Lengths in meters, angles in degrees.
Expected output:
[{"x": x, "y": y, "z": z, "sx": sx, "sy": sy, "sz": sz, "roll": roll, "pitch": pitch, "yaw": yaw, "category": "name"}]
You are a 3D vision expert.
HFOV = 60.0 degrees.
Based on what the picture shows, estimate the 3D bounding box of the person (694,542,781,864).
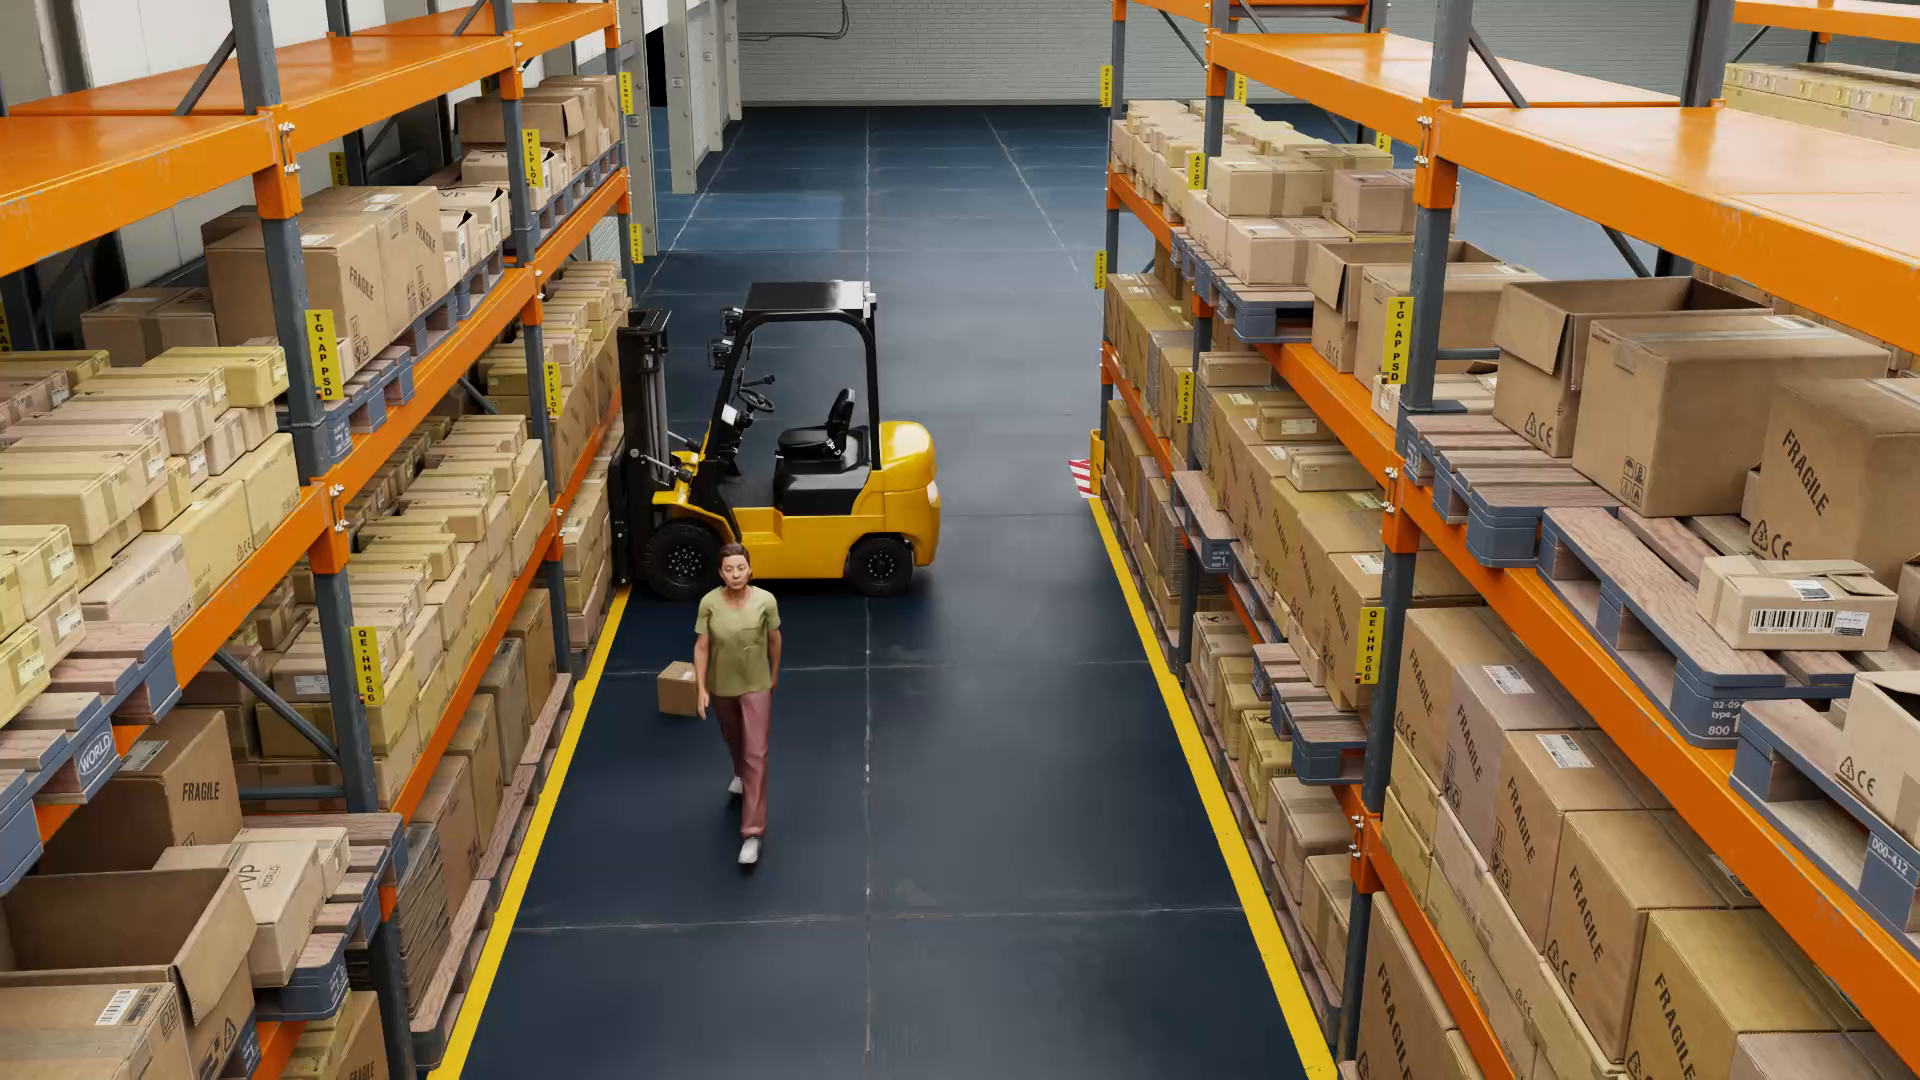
[{"x": -1.197, "y": 0.795, "z": 8.916, "sx": 0.439, "sy": 1.607, "sz": 1.037, "roll": 2, "pitch": 21, "yaw": 4, "category": "person"}]
